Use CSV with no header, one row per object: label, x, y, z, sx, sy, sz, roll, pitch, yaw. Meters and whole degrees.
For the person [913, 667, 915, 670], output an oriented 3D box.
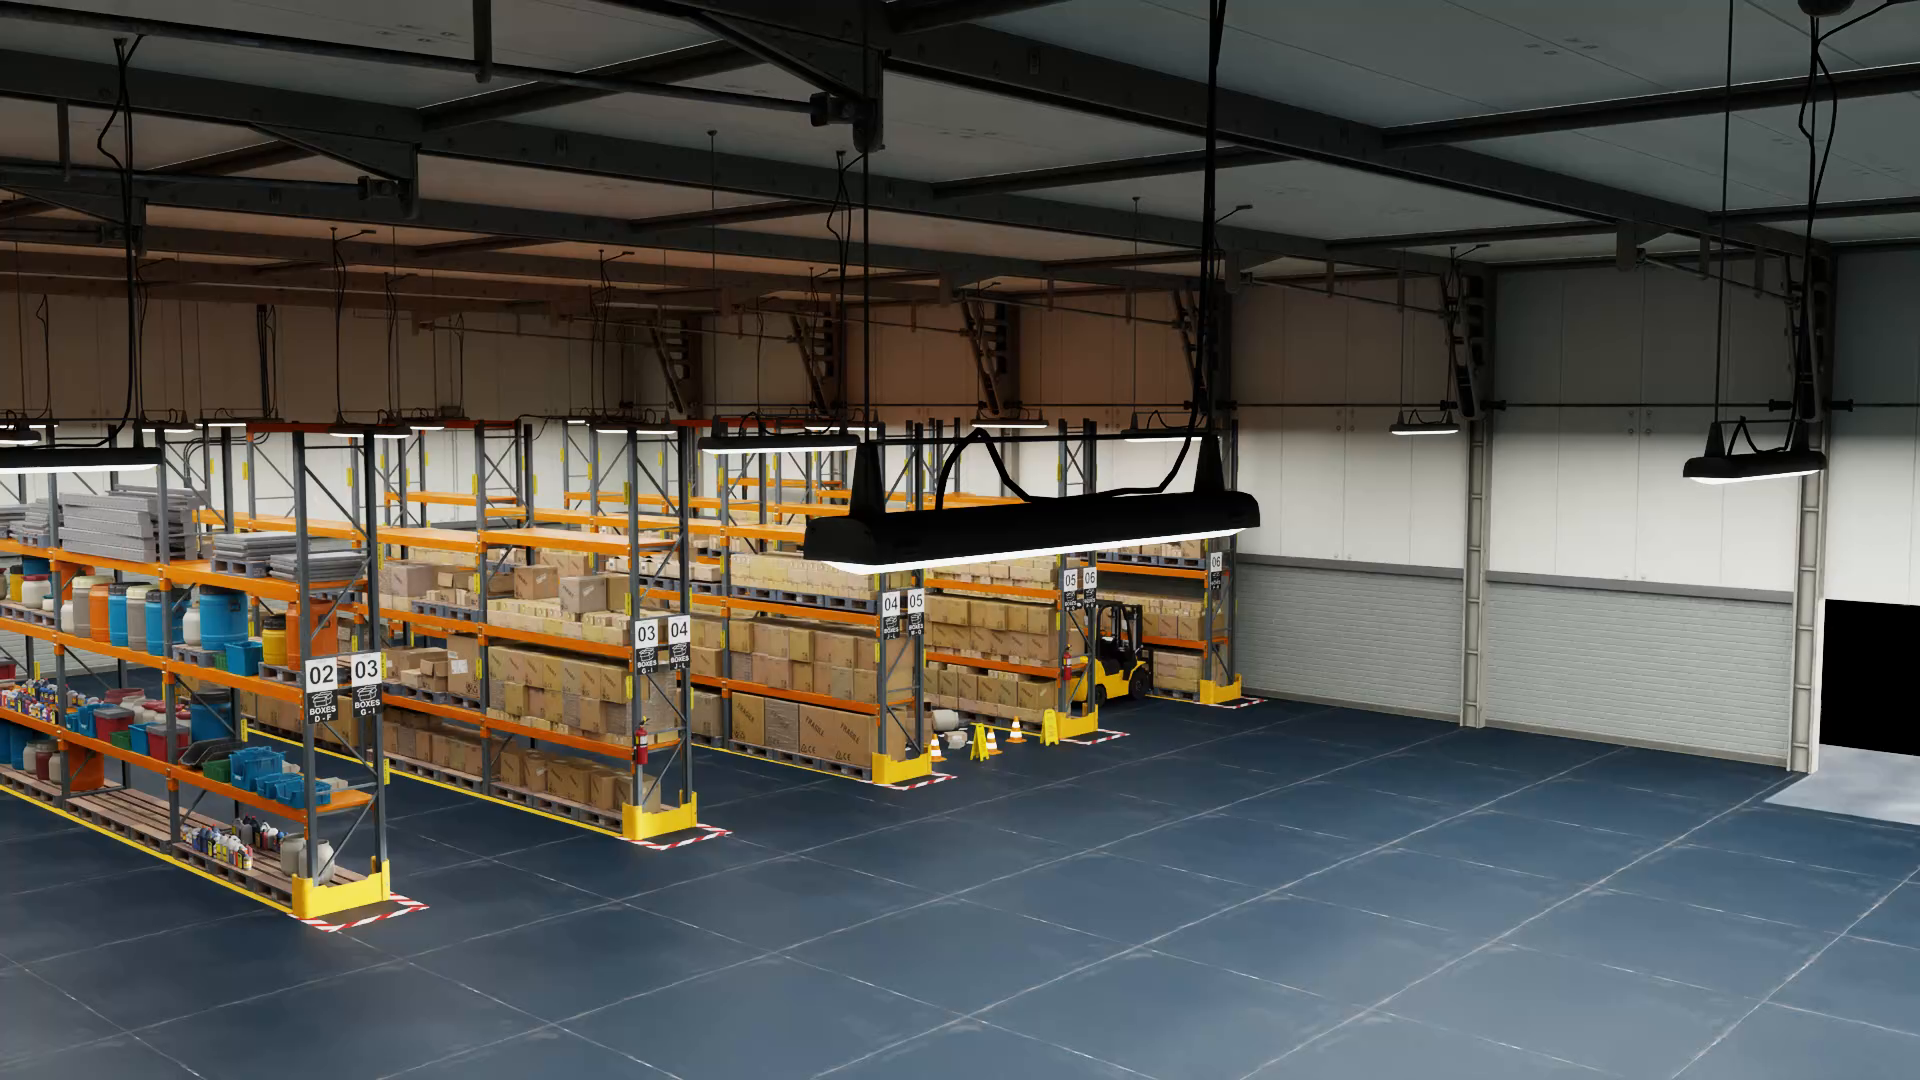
person,-1.061,2.167,38.594,0.662,1.811,0.566,3,5,31
